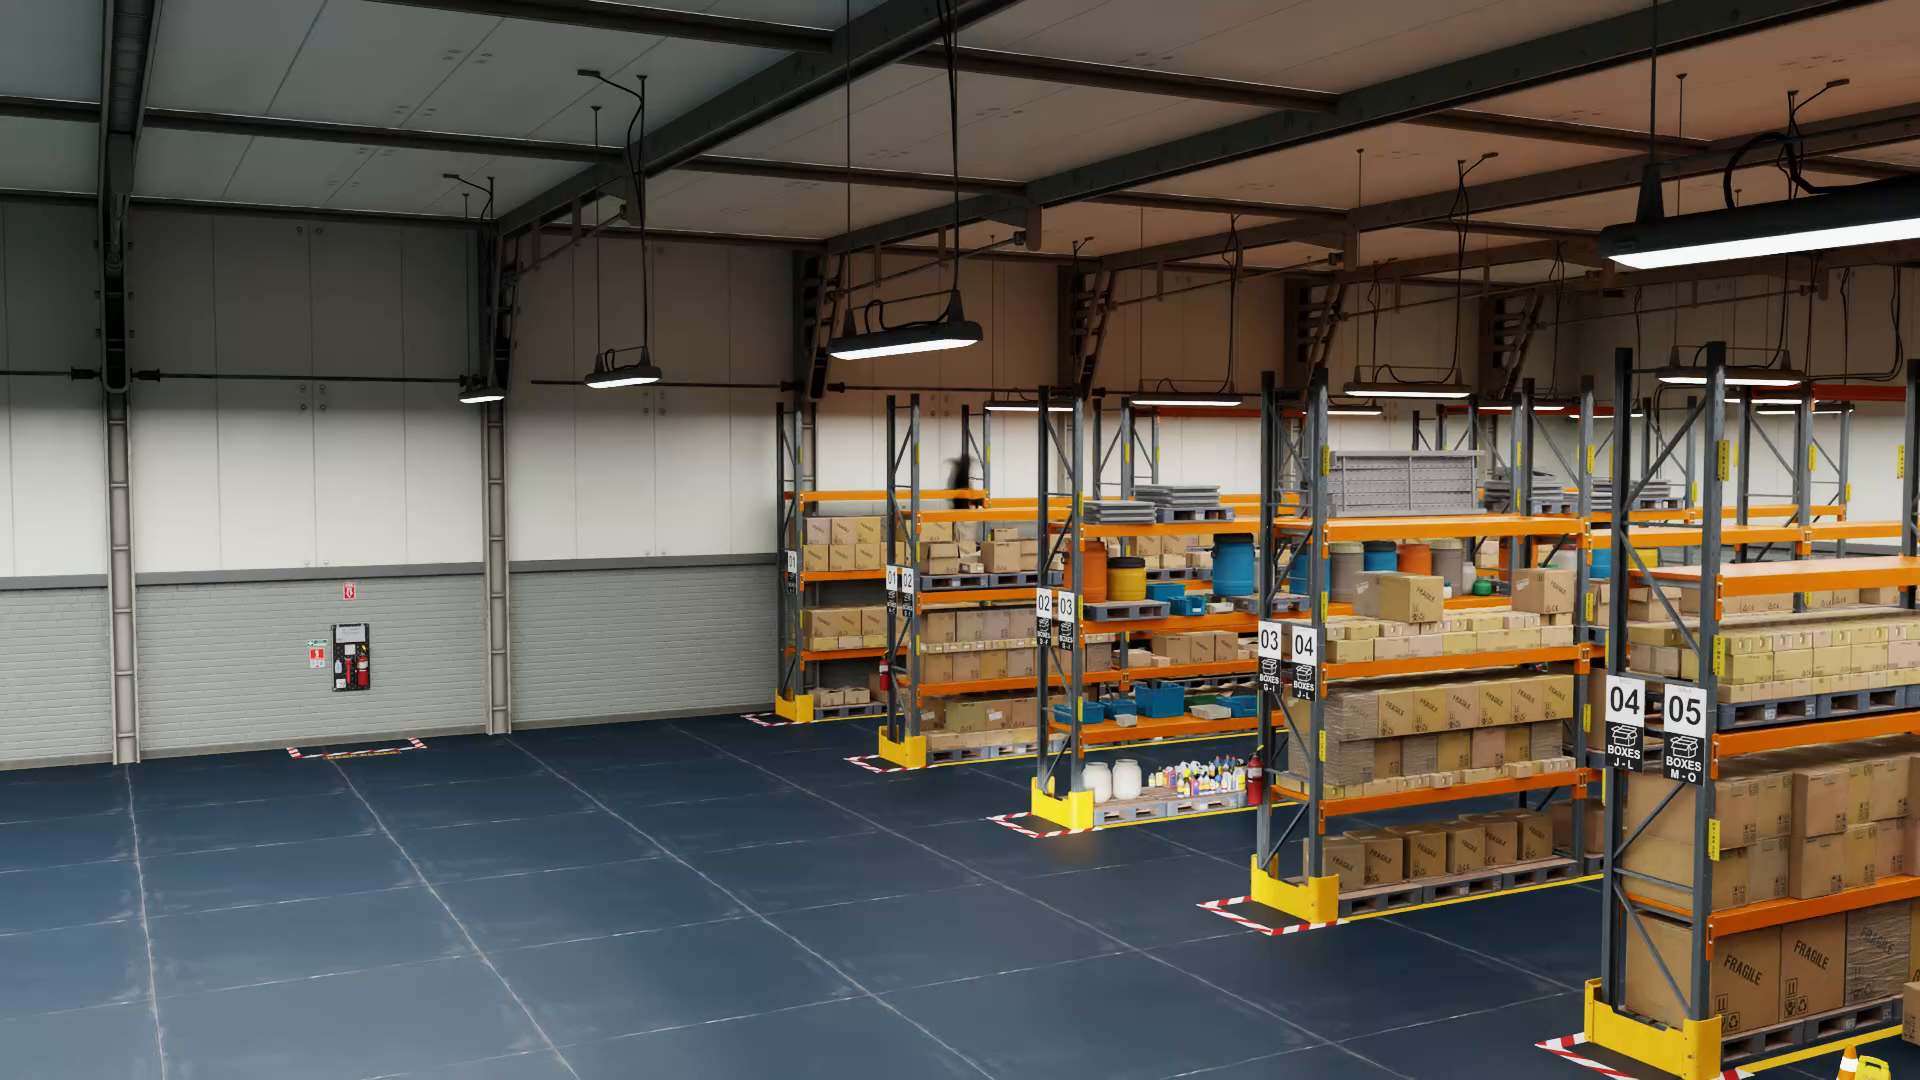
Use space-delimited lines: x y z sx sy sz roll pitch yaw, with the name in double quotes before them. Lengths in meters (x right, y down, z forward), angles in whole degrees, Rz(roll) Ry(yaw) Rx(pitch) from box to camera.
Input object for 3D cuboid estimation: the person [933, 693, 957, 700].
"person" -0.193 2.717 29.608 1.045 1.508 0.581 -1 3 -17
